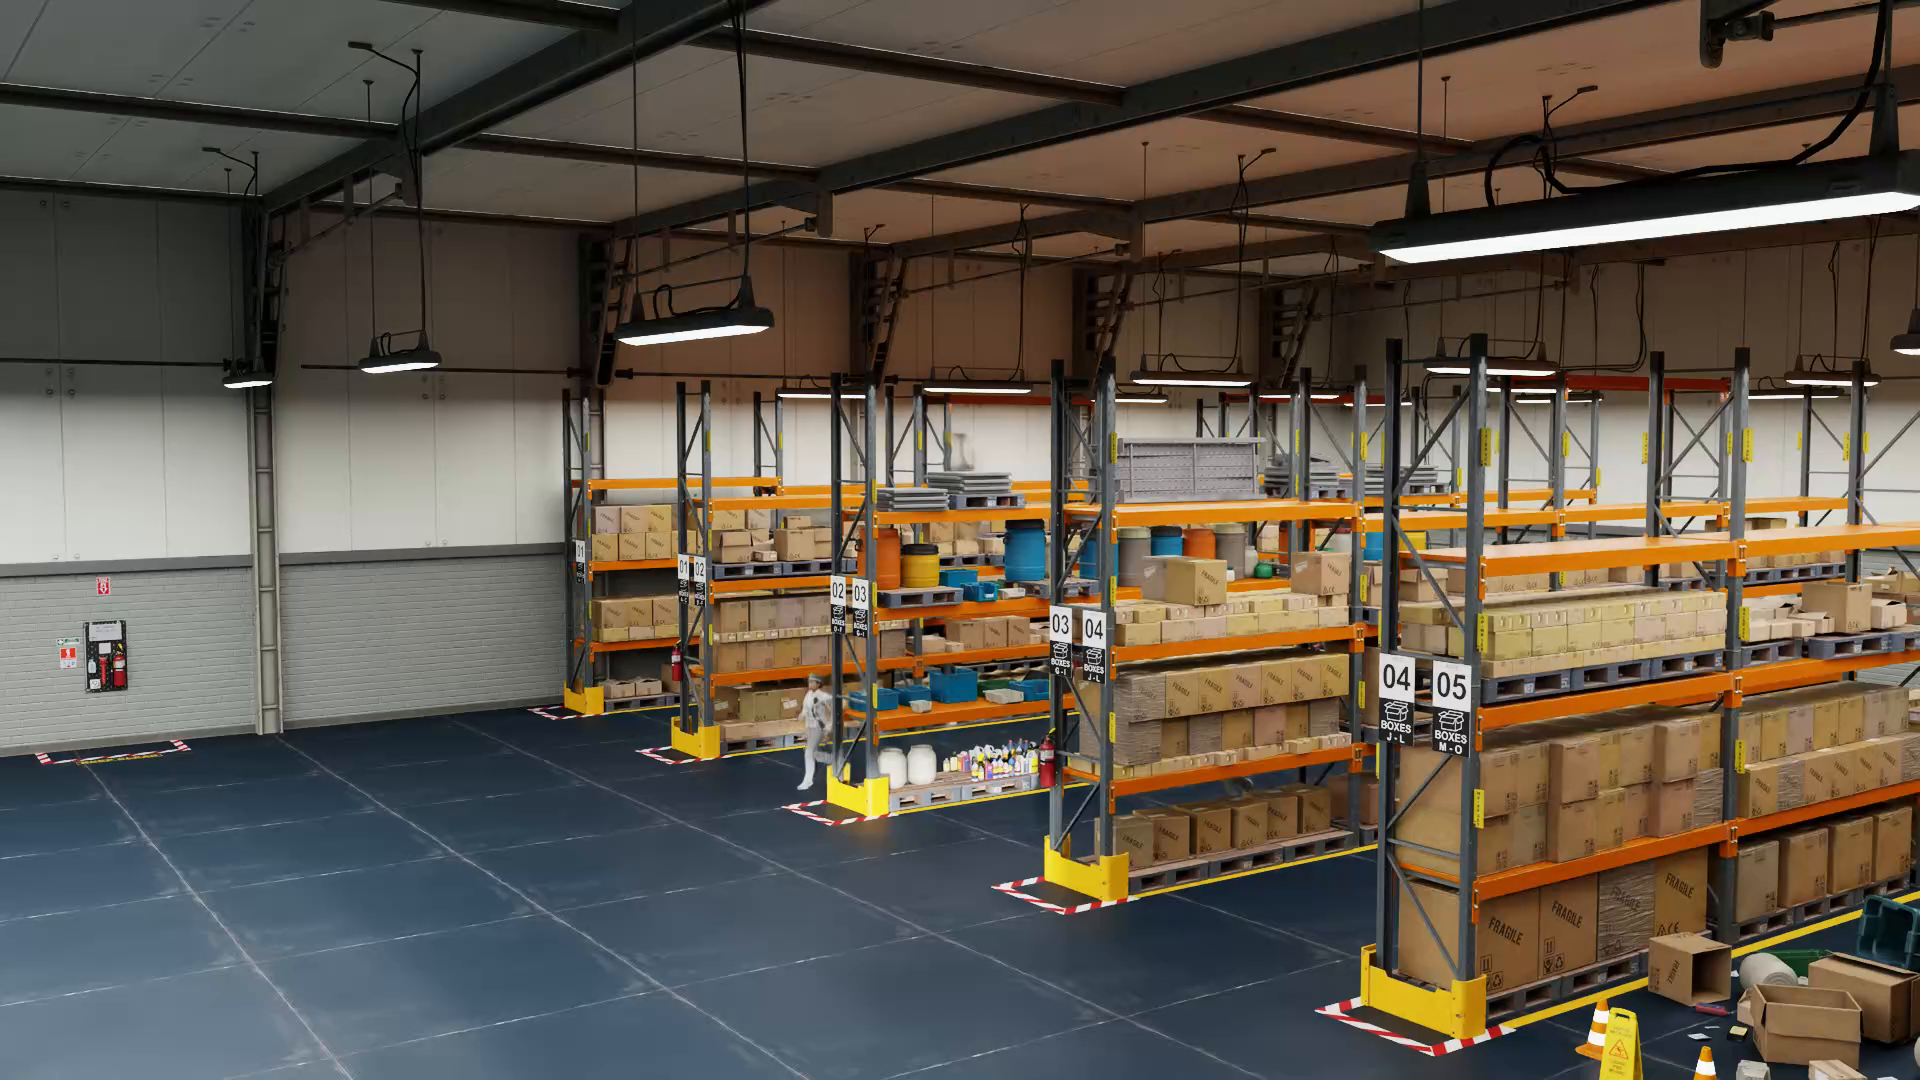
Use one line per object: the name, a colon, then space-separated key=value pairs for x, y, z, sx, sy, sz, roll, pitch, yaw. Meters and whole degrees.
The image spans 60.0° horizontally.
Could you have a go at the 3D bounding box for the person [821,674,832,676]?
person: x=-2.449 y=2.397 z=30.365 sx=0.638 sy=1.614 sz=0.550 roll=-3 pitch=5 yaw=-43

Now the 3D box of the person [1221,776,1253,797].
person: x=3.784 y=2.865 z=23.032 sx=0.581 sy=1.659 sz=0.608 roll=-3 pitch=5 yaw=-39

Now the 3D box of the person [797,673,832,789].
person: x=-2.077 y=2.776 z=24.400 sx=0.797 sy=1.696 sz=0.657 roll=-3 pitch=5 yaw=-38
